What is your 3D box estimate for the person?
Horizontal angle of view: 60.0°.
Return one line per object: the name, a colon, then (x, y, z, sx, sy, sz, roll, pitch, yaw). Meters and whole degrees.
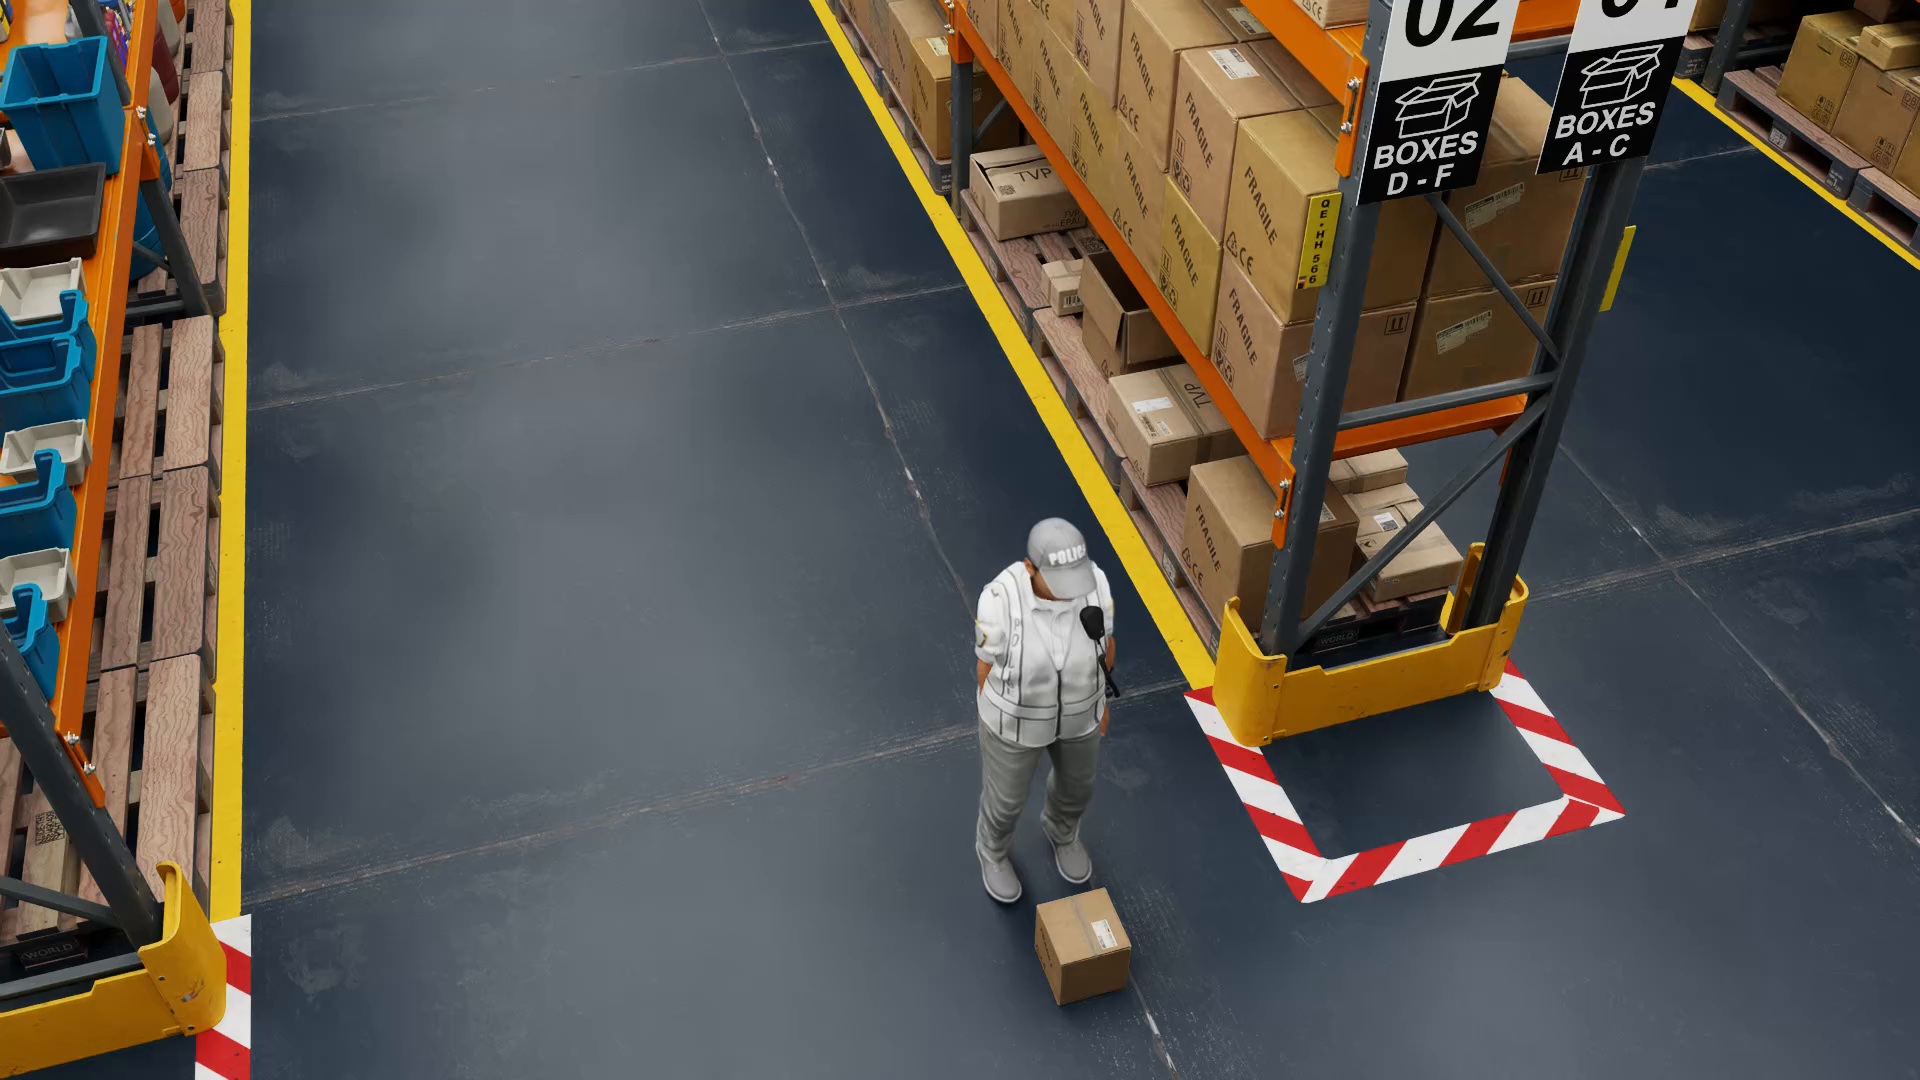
person: (0.290, 0.572, 5.543, 0.469, 1.659, 0.390, -11, 44, -12)
